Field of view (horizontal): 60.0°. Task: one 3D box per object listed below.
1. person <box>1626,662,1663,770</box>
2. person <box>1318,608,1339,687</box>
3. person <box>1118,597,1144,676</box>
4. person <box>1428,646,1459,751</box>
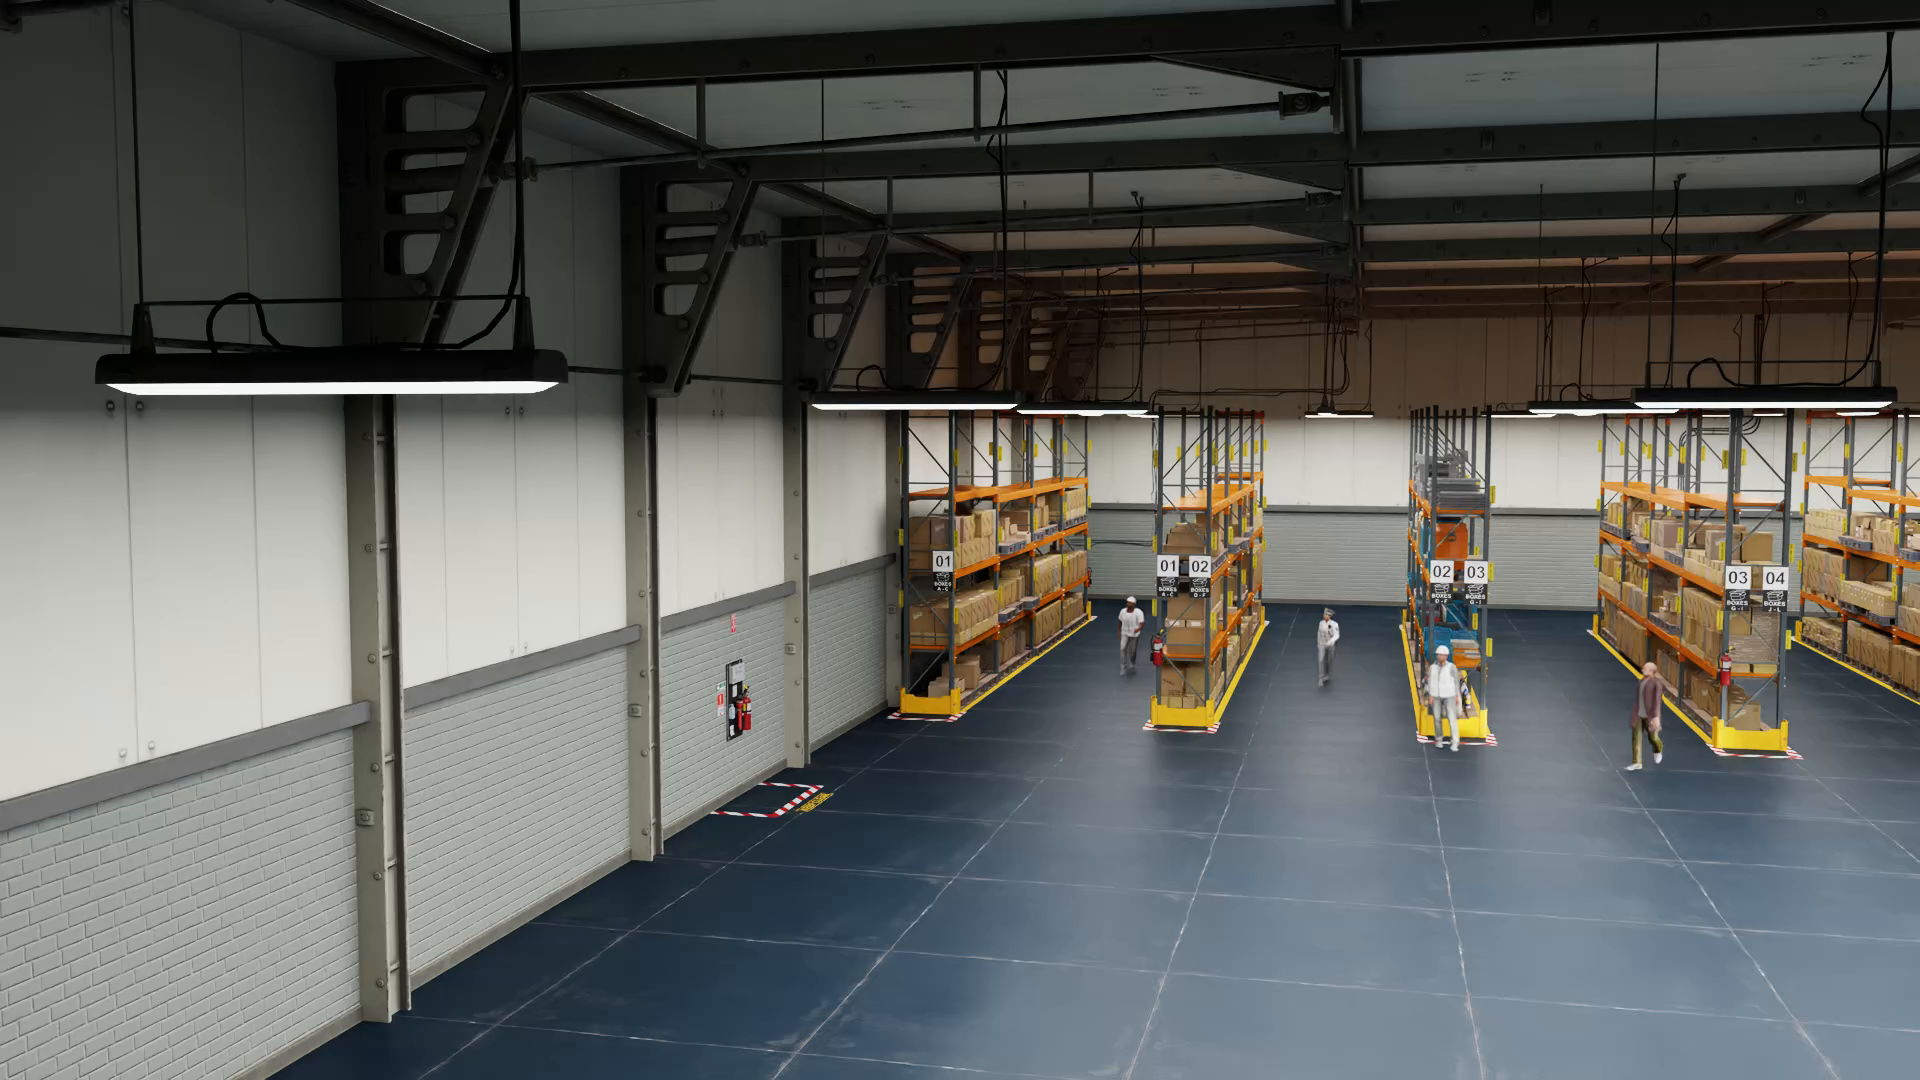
[{"bbox_3d":[11.285,2.878,27.277,0.537,1.765,0.811,4,5,41],"label":"person"},{"bbox_3d":[8.020,2.312,36.225,0.465,1.677,0.939,1,4,15],"label":"person"},{"bbox_3d":[3.870,2.160,37.808,0.632,1.742,1.003,1,4,14],"label":"person"},{"bbox_3d":[8.462,2.754,29.096,0.631,1.791,0.434,3,5,39],"label":"person"}]
